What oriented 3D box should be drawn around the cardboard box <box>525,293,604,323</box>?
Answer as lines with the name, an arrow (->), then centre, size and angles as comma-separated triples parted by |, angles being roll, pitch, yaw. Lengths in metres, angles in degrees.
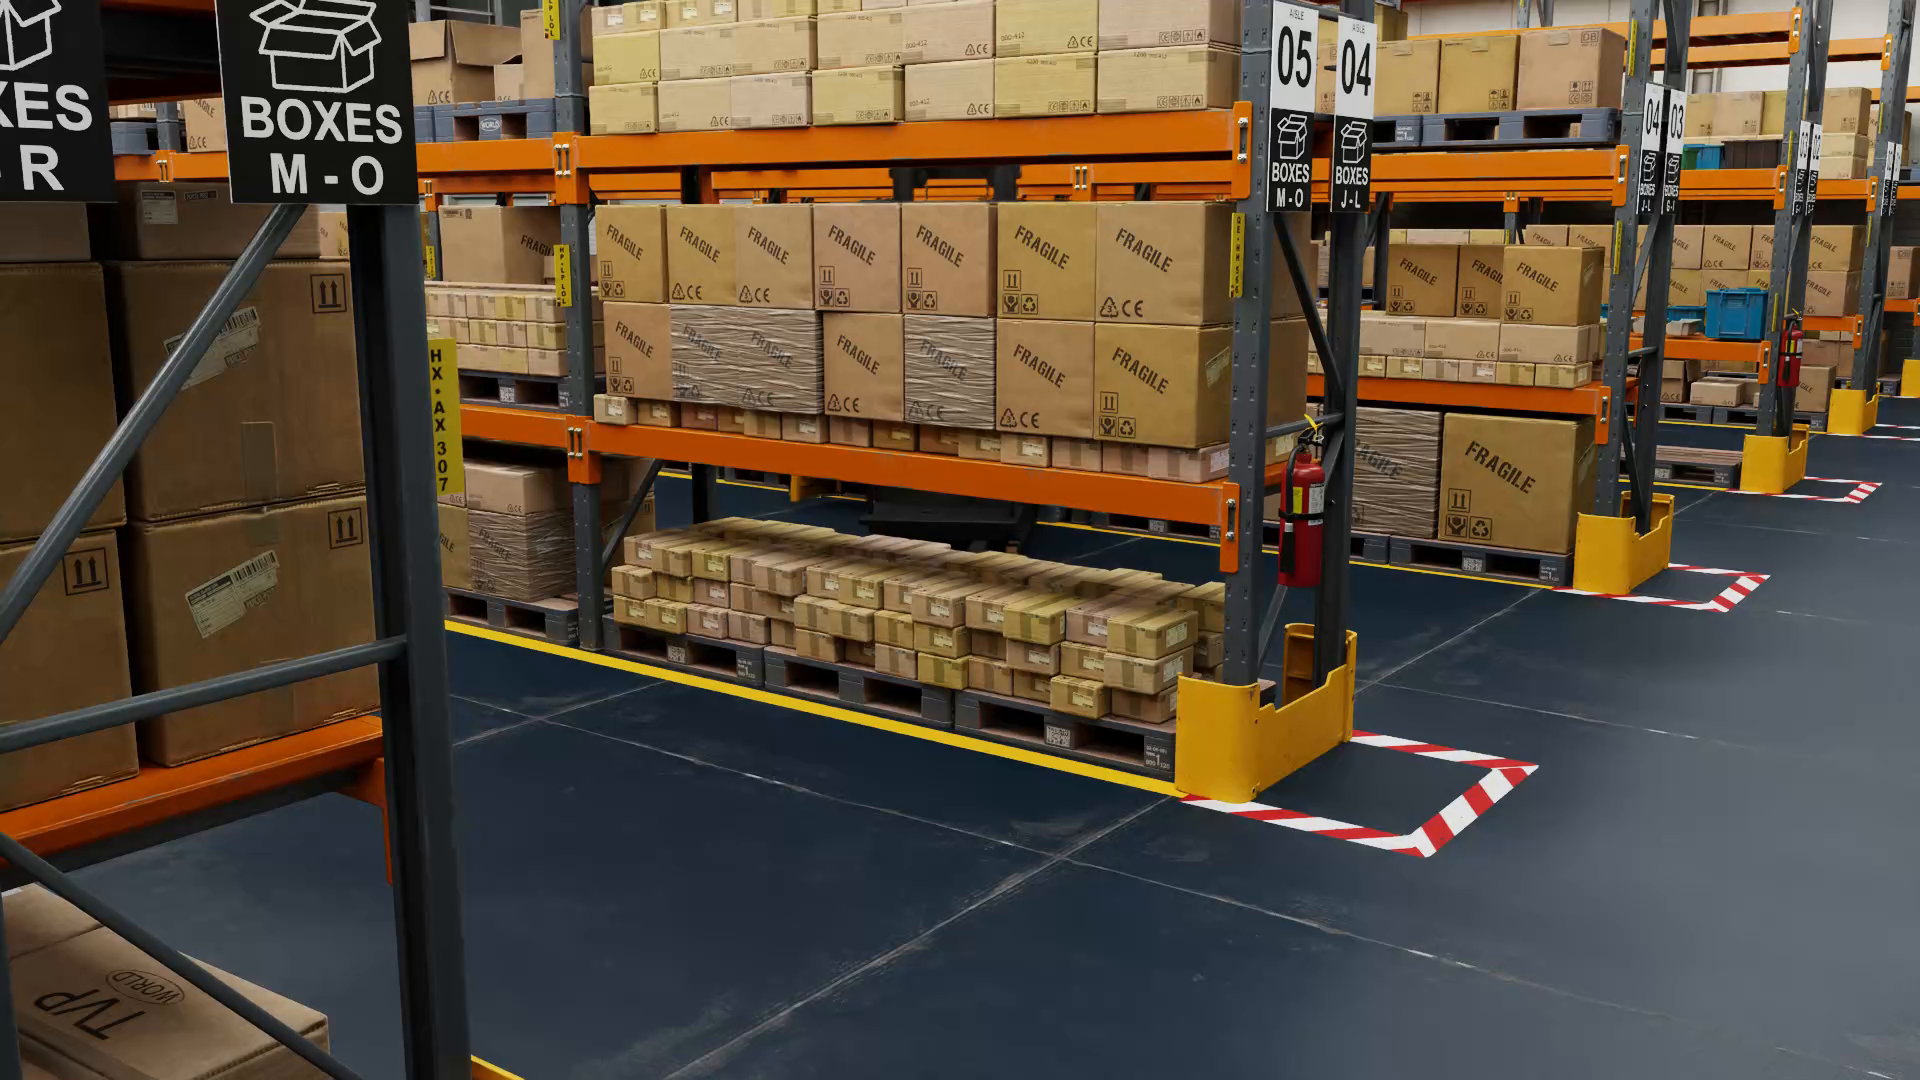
cardboard box -> -2.231, -1.315, 9.422 | 0.250, 0.149, 0.380 | 9, 14, 38

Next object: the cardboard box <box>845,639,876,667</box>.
cardboard box -> -0.361, 0.516, 8.366 | 0.250, 0.149, 0.380 | 8, 14, 37

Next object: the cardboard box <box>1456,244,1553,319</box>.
cardboard box -> 3.820, -1.816, 11.655 | 0.500, 0.500, 0.500 | 8, 13, 34

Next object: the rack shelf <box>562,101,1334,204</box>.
rack shelf -> -0.179, -1.820, 8.037 | 4.000, 0.370, 1.077 | 8, 13, 36

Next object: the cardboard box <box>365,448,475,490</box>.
cardboard box -> -3.382, -0.435, 10.380 | 0.500, 0.250, 0.500 | 7, 13, 33

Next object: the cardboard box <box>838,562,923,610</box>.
cardboard box -> -0.392, 0.226, 8.297 | 0.250, 0.149, 0.380 | 8, 14, 36

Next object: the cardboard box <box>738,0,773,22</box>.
cardboard box -> -0.862, -2.578, 8.092 | 0.250, 0.149, 0.380 | 7, 13, 34

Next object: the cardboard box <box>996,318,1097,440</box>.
cardboard box -> 0.506, -0.741, 7.414 | 0.500, 0.500, 0.500 | 8, 13, 35

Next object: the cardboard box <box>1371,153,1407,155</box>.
cardboard box -> 5.653, -5.184, 21.899 | 0.600, 0.600, 0.600 | 7, 13, 33

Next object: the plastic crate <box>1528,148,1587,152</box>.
plastic crate -> 5.778, -3.693, 16.135 | 0.530, 0.282, 0.437 | 8, 13, 36

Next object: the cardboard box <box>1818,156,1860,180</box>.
cardboard box -> 9.746, -4.156, 18.613 | 0.500, 0.250, 0.500 | 8, 13, 36

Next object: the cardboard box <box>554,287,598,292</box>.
cardboard box -> -2.270, -1.475, 10.244 | 0.250, 0.149, 0.380 | 8, 14, 36

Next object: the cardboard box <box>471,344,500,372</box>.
cardboard box -> -2.638, -1.080, 9.770 | 0.250, 0.149, 0.380 | 8, 13, 35

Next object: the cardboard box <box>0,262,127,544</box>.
cardboard box -> -1.946, -0.264, 3.102 | 0.500, 0.500, 0.500 | 9, 14, 37

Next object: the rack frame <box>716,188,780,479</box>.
rack frame -> -1.998, -2.123, 15.606 | 0.127, 3.000, 1.000 | 8, 13, 36

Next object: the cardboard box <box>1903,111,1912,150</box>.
cardboard box -> 12.800, -5.640, 22.940 | 0.500, 0.500, 0.500 | 7, 13, 33

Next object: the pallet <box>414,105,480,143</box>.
pallet -> -3.064, -2.508, 10.192 | 1.003, 0.211, 1.213 | 8, 13, 36

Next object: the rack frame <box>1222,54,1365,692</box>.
rack frame -> 1.433, -0.476, 7.091 | 0.127, 3.000, 1.000 | 8, 13, 36

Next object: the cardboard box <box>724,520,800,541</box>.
cardboard box -> -1.121, -0.001, 9.472 | 0.250, 0.149, 0.380 | 8, 14, 36

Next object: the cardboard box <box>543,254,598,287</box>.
cardboard box -> -3.770, -2.649, 16.947 | 0.637, 0.503, 0.797 | 10, 15, 41

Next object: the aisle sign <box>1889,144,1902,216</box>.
aisle sign -> 10.545, -4.053, 18.740 | 0.004, 0.787, 0.394 | 8, 13, 36

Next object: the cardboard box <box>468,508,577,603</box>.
cardboard box -> -2.537, 0.051, 9.844 | 0.500, 0.500, 0.500 | 8, 13, 34

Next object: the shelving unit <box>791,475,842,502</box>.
shelving unit -> -0.797, -1.019, 13.703 | 1.083, 1.500, 0.587 | 11, 16, 35

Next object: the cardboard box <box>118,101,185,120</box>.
cardboard box -> -5.628, -3.022, 11.602 | 0.250, 0.166, 0.380 | 8, 13, 36

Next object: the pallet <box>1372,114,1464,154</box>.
pallet -> 2.858, -2.872, 11.812 | 1.213, 0.211, 1.003 | 8, 13, 36

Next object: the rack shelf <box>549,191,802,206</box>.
rack shelf -> -3.903, -4.675, 22.796 | 4.000, 0.370, 1.077 | 8, 13, 36

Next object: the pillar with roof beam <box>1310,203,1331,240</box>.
pillar with roof beam -> 3.714, -6.963, 24.829 | 0.400, 9.000, 9.100 | 8, 13, 36

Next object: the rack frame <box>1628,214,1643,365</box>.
rack frame -> 10.022, -3.948, 25.041 | 0.127, 3.000, 1.000 | 8, 13, 36

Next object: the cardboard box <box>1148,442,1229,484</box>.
cardboard box -> 1.002, -0.346, 7.081 | 0.250, 0.149, 0.380 | 8, 14, 36

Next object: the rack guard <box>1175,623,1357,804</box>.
rack guard -> 1.371, 0.743, 7.372 | 0.348, 0.500, 1.175 | 8, 13, 36

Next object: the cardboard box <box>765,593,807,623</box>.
cardboard box -> -0.790, 0.314, 8.627 | 0.250, 0.149, 0.380 | 9, 14, 38

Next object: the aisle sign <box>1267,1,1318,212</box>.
aisle sign -> 1.314, -1.698, 6.564 | 0.004, 0.787, 0.394 | 8, 13, 36

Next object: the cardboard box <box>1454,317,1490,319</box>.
cardboard box -> 3.800, -1.449, 11.733 | 0.500, 0.250, 0.500 | 8, 13, 35

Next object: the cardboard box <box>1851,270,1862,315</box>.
cardboard box -> 10.115, -2.879, 19.251 | 0.500, 0.500, 0.500 | 8, 14, 37

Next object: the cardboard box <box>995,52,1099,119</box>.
cardboard box -> 0.494, -1.942, 7.166 | 0.500, 0.250, 0.500 | 8, 14, 36

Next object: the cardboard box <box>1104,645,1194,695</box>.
cardboard box -> 0.838, 0.556, 7.374 | 0.250, 0.149, 0.380 | 8, 13, 34

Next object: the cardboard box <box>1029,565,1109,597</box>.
cardboard box -> 0.542, 0.239, 8.230 | 0.250, 0.149, 0.380 | 7, 13, 33

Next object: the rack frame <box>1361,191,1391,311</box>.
rack frame -> 4.158, -2.432, 17.201 | 0.127, 3.000, 1.000 | 8, 13, 36

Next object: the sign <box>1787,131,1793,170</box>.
sign -> 7.069, -3.317, 14.157 | 0.005, 0.325, 0.100 | 8, 13, 36

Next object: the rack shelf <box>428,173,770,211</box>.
rack shelf -> -3.610, -3.467, 16.552 | 4.000, 0.370, 1.077 | 8, 13, 36

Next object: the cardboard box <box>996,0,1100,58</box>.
cardboard box -> 0.498, -2.190, 7.135 | 0.500, 0.250, 0.500 | 8, 13, 34

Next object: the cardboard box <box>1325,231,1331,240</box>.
cardboard box -> 6.234, -5.050, 27.605 | 0.250, 0.149, 0.380 | 5, 12, 26

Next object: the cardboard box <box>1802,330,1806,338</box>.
cardboard box -> 12.026, -2.989, 23.852 | 0.250, 0.149, 0.380 | 8, 14, 36

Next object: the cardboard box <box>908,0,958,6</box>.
cardboard box -> -0.023, -2.457, 7.465 | 0.250, 0.149, 0.380 | 8, 14, 37

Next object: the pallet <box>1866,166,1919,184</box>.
pallet -> 12.641, -5.010, 22.863 | 1.213, 0.211, 1.003 | 8, 13, 36

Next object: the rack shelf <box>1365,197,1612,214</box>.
rack shelf -> 8.410, -5.293, 25.987 | 4.000, 0.370, 1.077 | 8, 13, 36

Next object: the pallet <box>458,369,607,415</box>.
pallet -> -2.321, -0.939, 9.993 | 1.213, 0.211, 1.003 | 8, 13, 36

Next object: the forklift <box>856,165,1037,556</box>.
forklift -> -0.099, -1.304, 11.555 | 1.130, 2.935, 3.031 | 1, 11, 7

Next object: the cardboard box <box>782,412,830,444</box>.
cardboard box -> -0.667, -0.579, 8.289 | 0.250, 0.149, 0.380 | 9, 14, 38

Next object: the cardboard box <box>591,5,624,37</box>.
cardboard box -> -1.700, -2.696, 8.699 | 0.250, 0.149, 0.380 | 8, 13, 34

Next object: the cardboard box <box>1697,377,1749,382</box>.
cardboard box -> 9.240, -1.823, 20.135 | 0.500, 0.250, 0.500 | 8, 13, 36

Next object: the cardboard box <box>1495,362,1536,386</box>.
cardboard box -> 3.757, -1.119, 11.077 | 0.250, 0.149, 0.380 | 8, 14, 36

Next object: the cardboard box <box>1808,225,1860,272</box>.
cardboard box -> 9.795, -3.288, 18.731 | 0.500, 0.500, 0.500 | 8, 13, 35

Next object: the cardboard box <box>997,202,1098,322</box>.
cardboard box -> 0.508, -1.232, 7.322 | 0.500, 0.500, 0.500 | 7, 13, 34
